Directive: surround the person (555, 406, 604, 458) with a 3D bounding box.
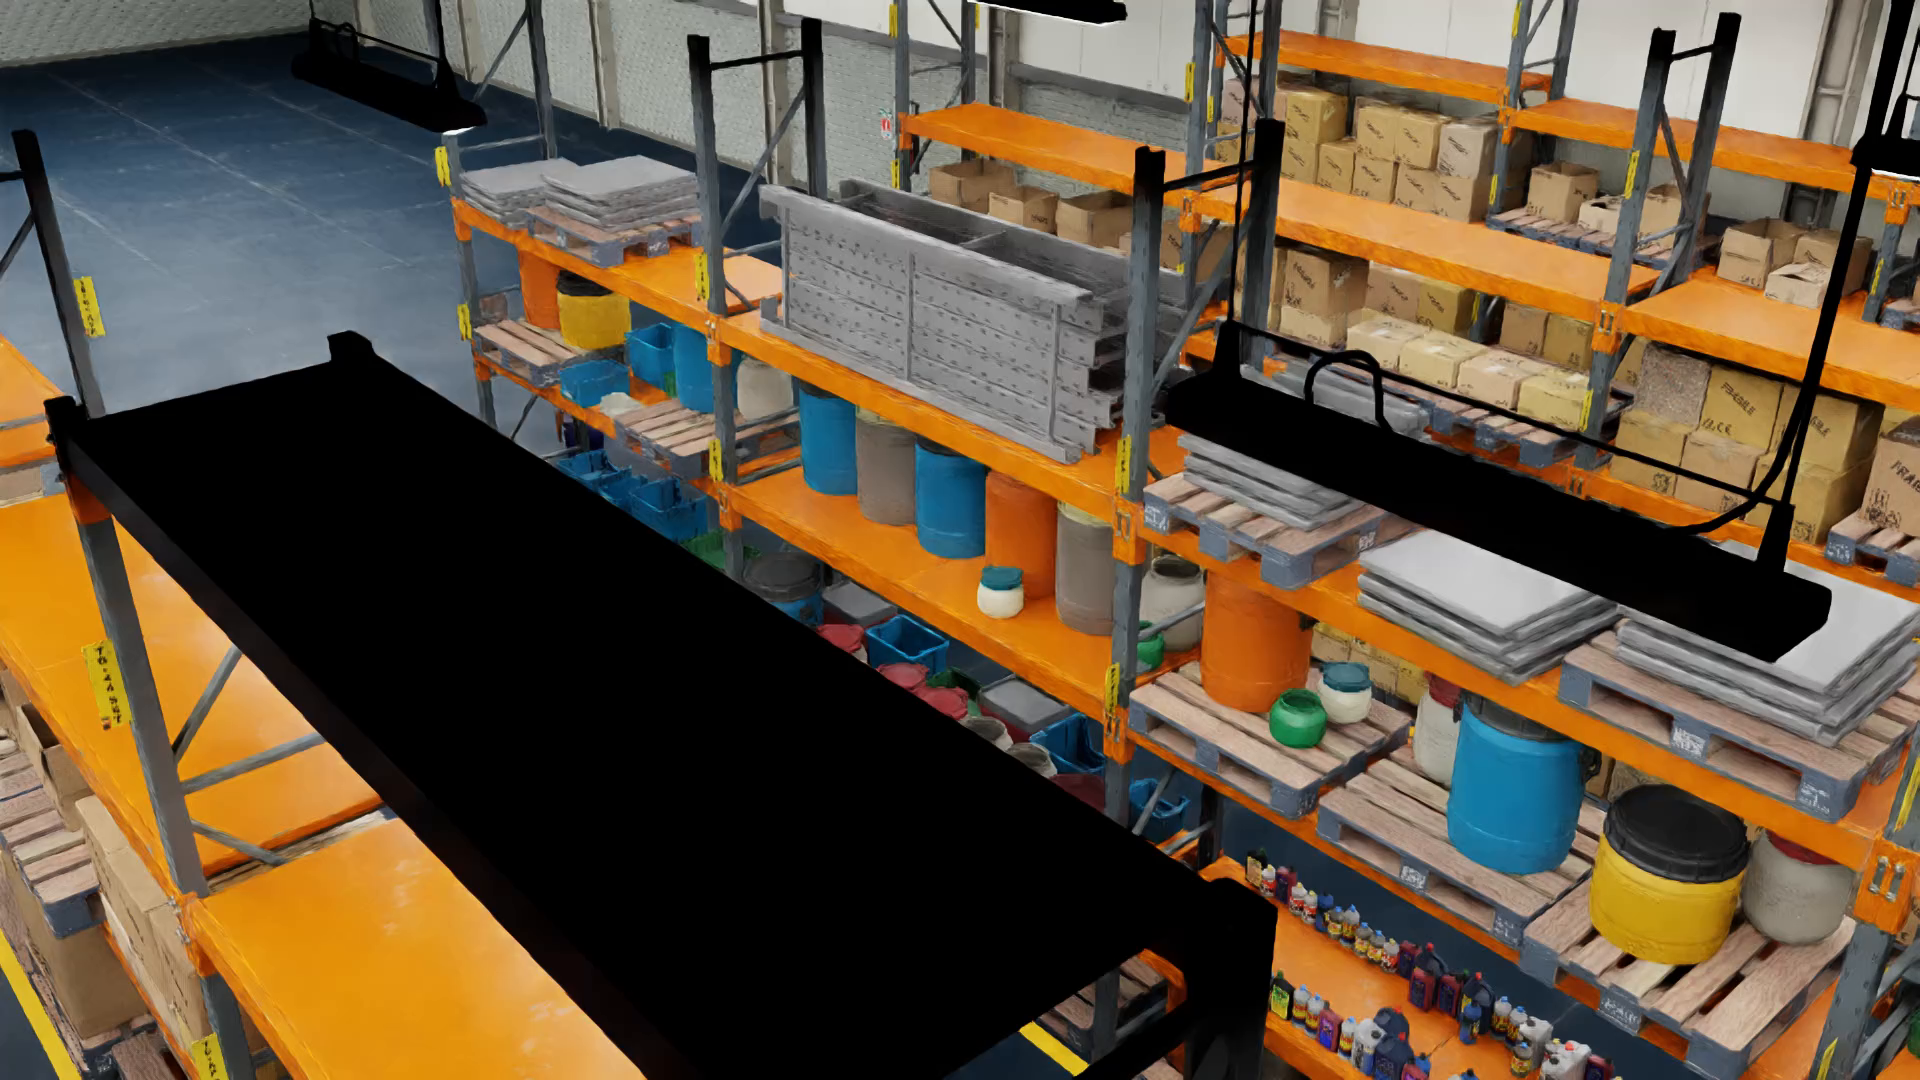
[{"bbox_3d":[-4.082,-1.159,18.129,0.597,1.581,0.517,-23,35,-37],"label":"person"}]
